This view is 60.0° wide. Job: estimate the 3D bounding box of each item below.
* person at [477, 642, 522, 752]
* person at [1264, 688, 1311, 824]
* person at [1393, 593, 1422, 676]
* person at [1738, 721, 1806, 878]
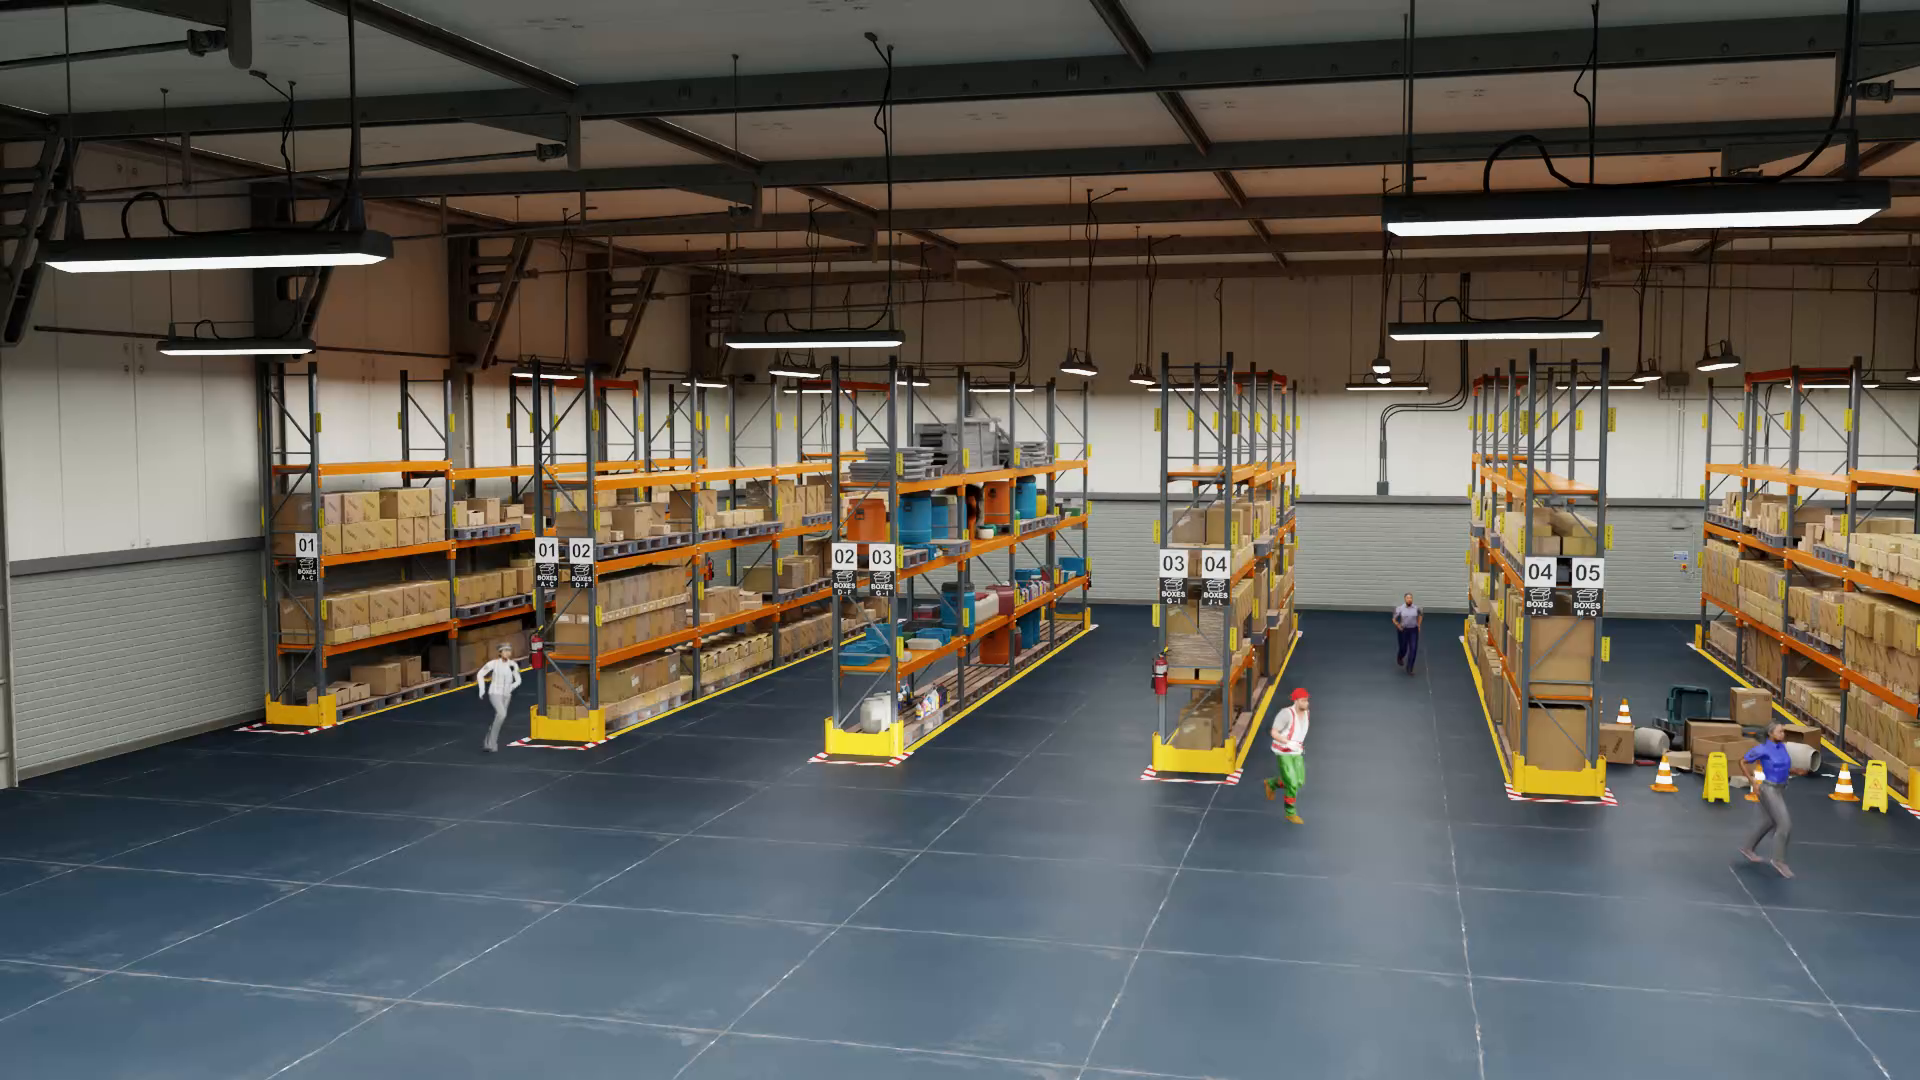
[{"bbox_3d":[-6.981,2.375,25.376,0.598,1.629,0.632,-3,5,-38],"label":"person"},{"bbox_3d":[4.103,2.693,20.919,0.648,1.735,0.779,-3,5,-33],"label":"person"},{"bbox_3d":[8.955,1.868,33.240,0.608,1.628,0.759,0,4,3],"label":"person"},{"bbox_3d":[9.059,2.880,18.561,0.545,1.707,0.752,-3,5,-38],"label":"person"}]
